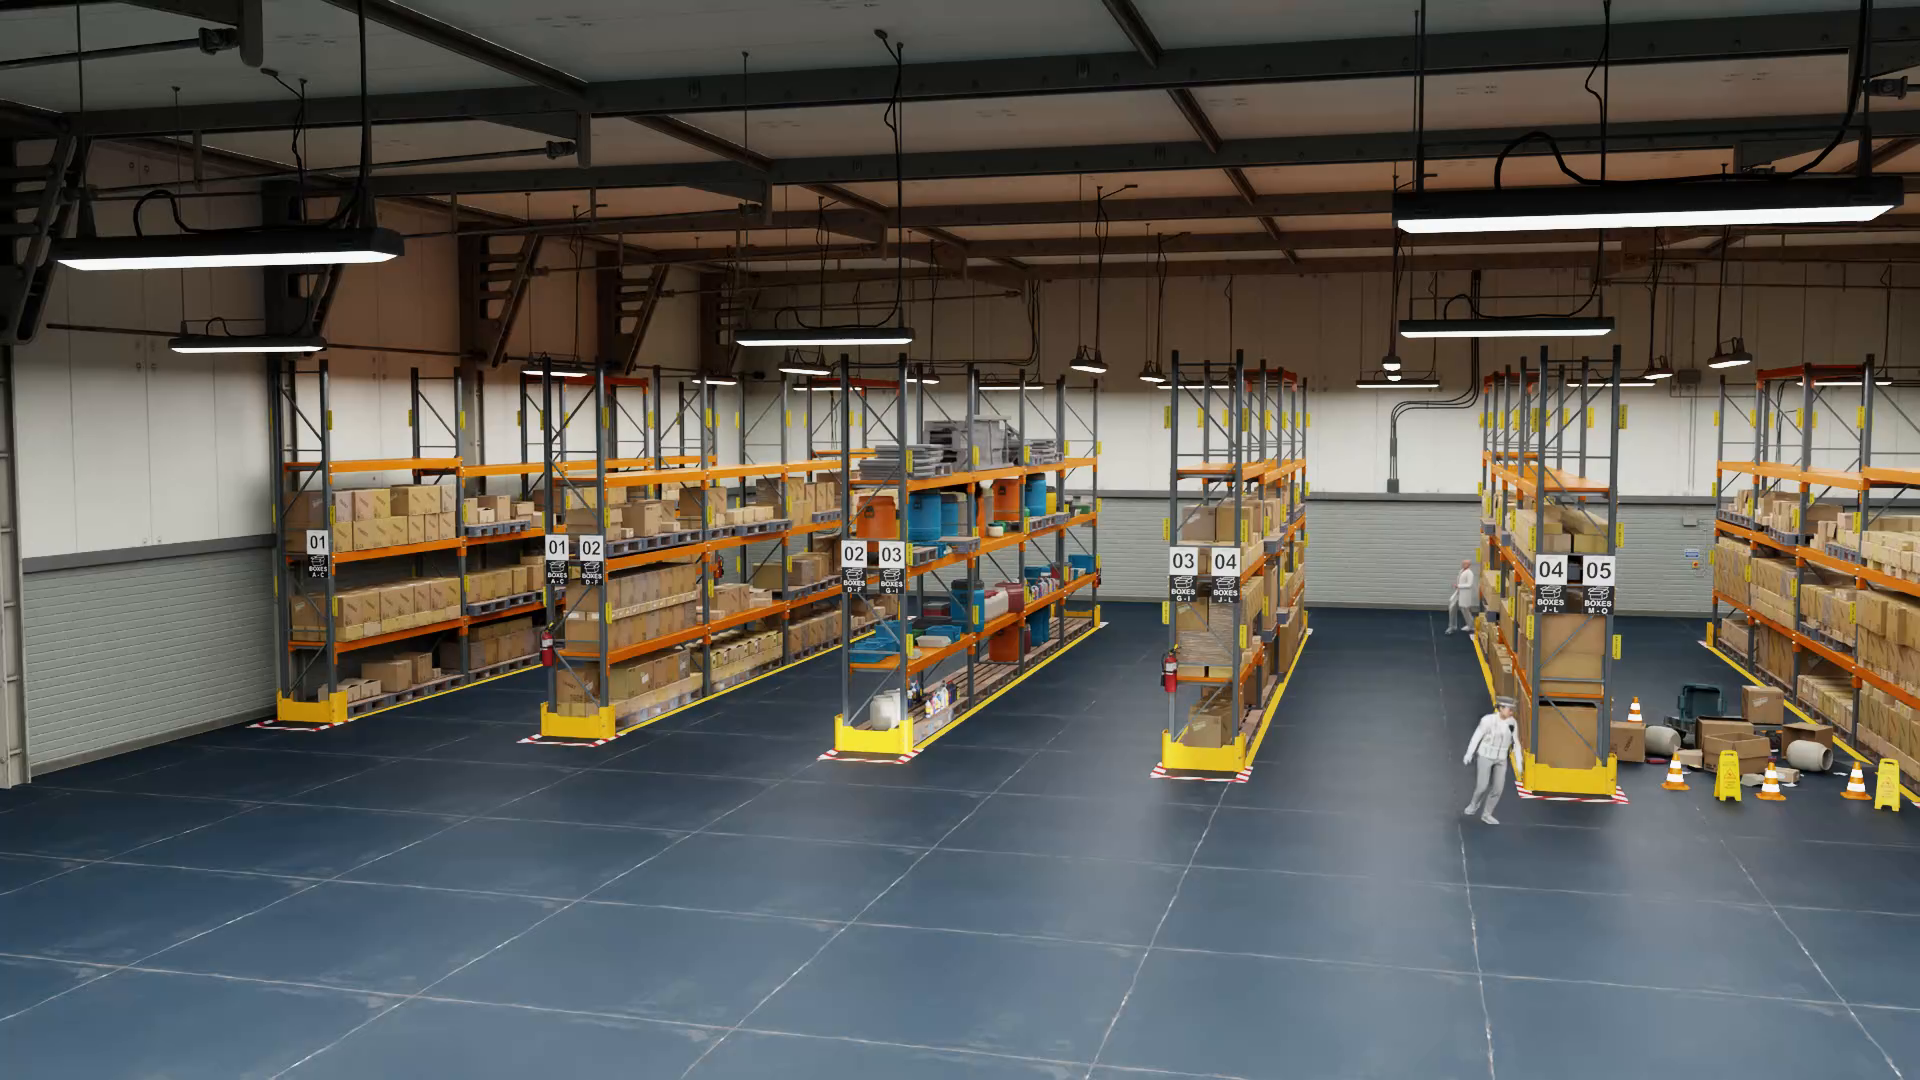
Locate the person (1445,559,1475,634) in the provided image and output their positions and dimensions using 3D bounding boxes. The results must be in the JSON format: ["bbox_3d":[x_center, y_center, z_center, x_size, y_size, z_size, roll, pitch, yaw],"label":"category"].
[{"bbox_3d":[11.844,1.340,38.924,0.778,1.818,0.680,-1,4,-17],"label":"person"}]

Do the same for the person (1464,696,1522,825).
[{"bbox_3d":[6.595,2.716,20.585,0.616,1.621,0.574,-1,4,-10],"label":"person"}]
